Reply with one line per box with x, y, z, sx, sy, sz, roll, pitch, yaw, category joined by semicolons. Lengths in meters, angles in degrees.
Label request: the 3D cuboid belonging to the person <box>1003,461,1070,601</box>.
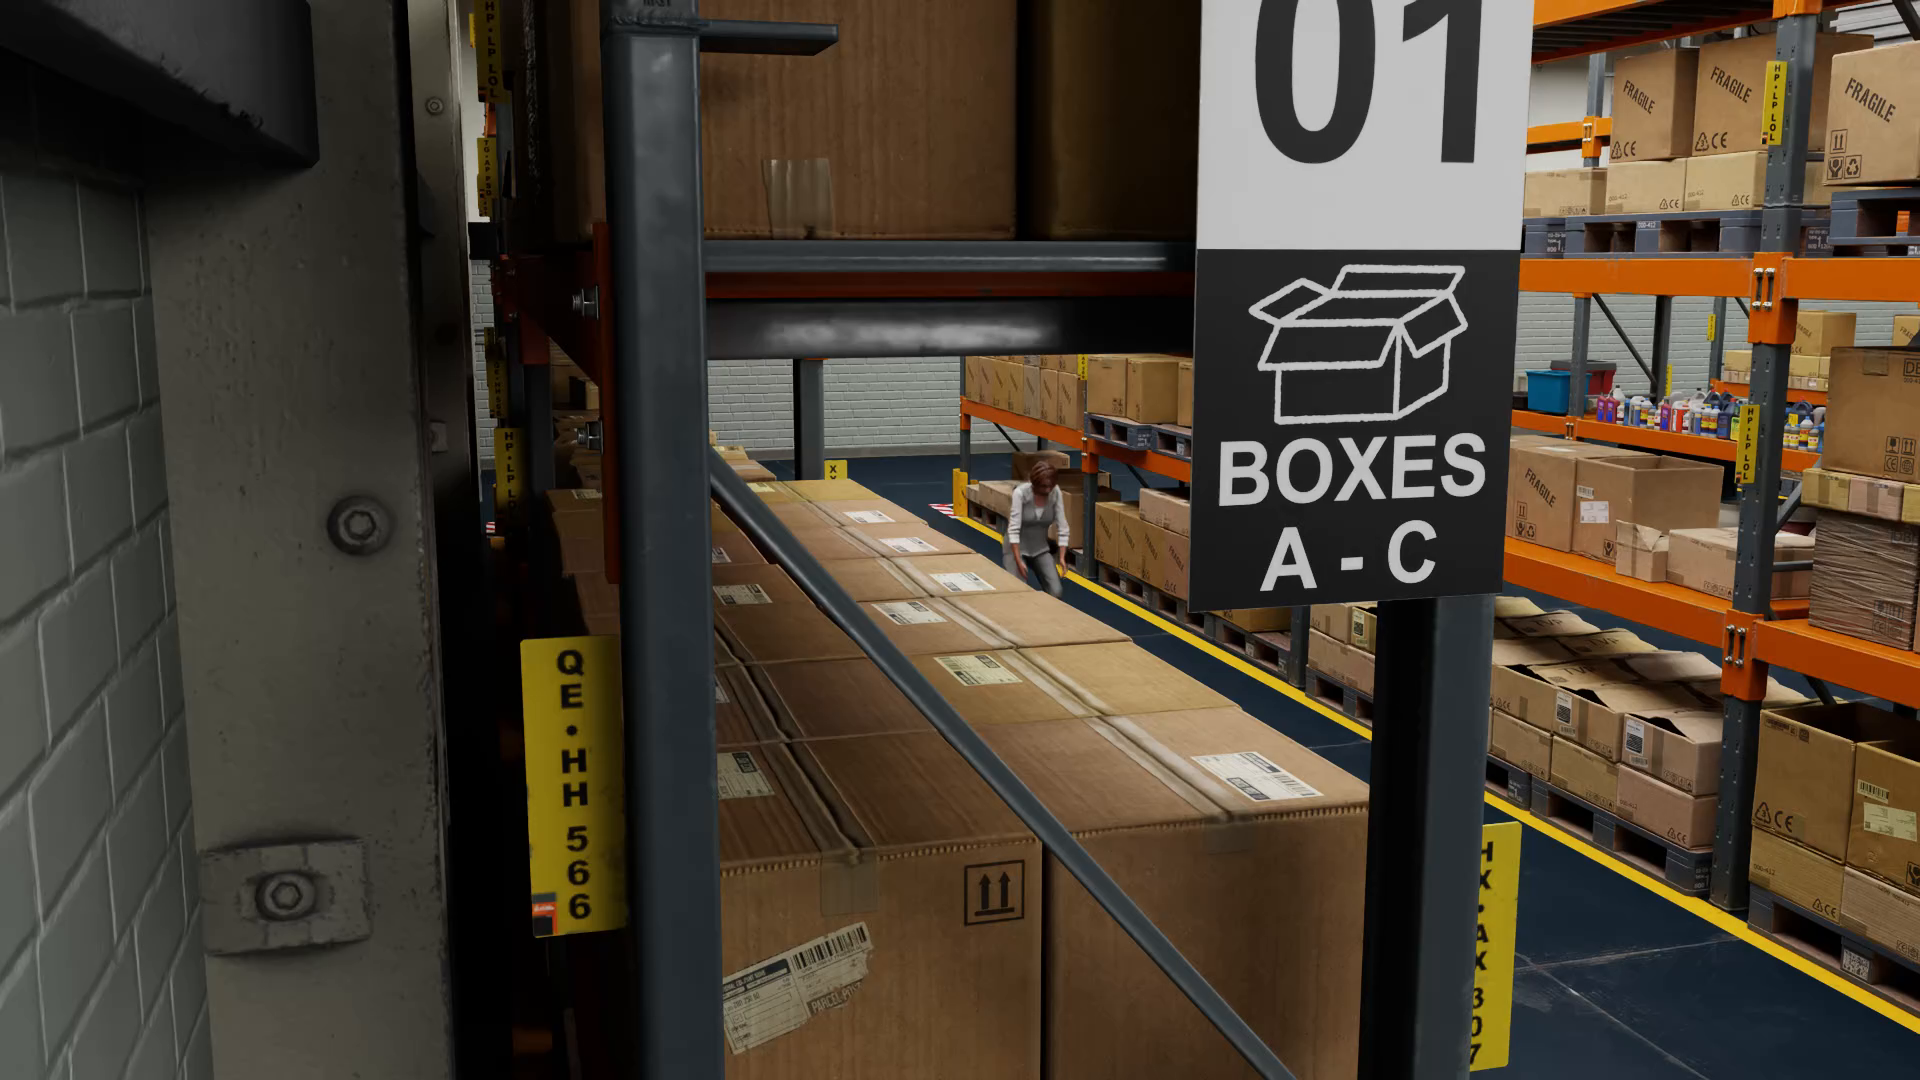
0.541;0.132;11.888;0.456;1.408;0.560;-3;10;-15;person
